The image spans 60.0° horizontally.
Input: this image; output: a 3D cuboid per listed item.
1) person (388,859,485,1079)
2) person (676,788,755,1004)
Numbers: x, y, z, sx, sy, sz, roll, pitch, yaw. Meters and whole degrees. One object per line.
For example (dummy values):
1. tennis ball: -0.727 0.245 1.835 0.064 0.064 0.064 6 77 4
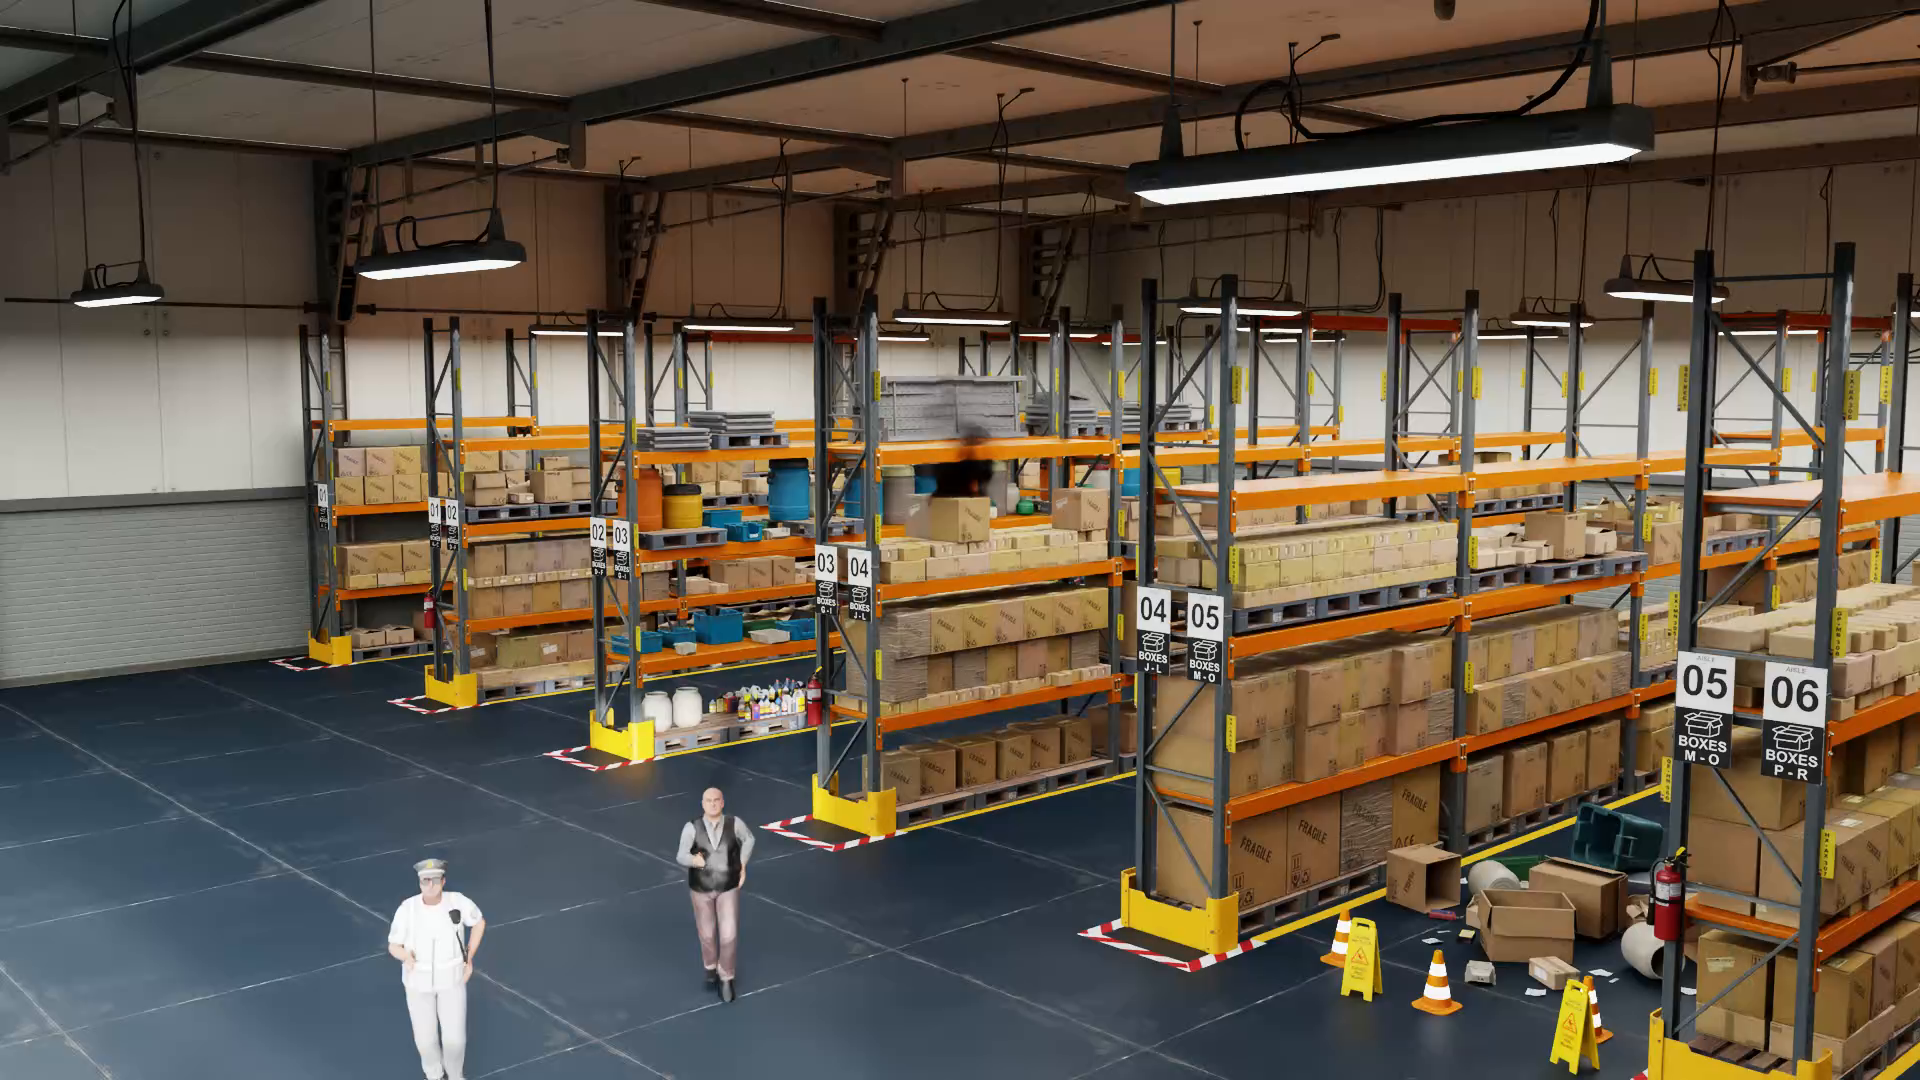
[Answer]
1. person: -3.671 3.122 11.670 0.645 1.789 0.642 -1 6 -13
2. person: -2.020 2.929 13.757 0.637 1.763 0.711 -1 6 -5
